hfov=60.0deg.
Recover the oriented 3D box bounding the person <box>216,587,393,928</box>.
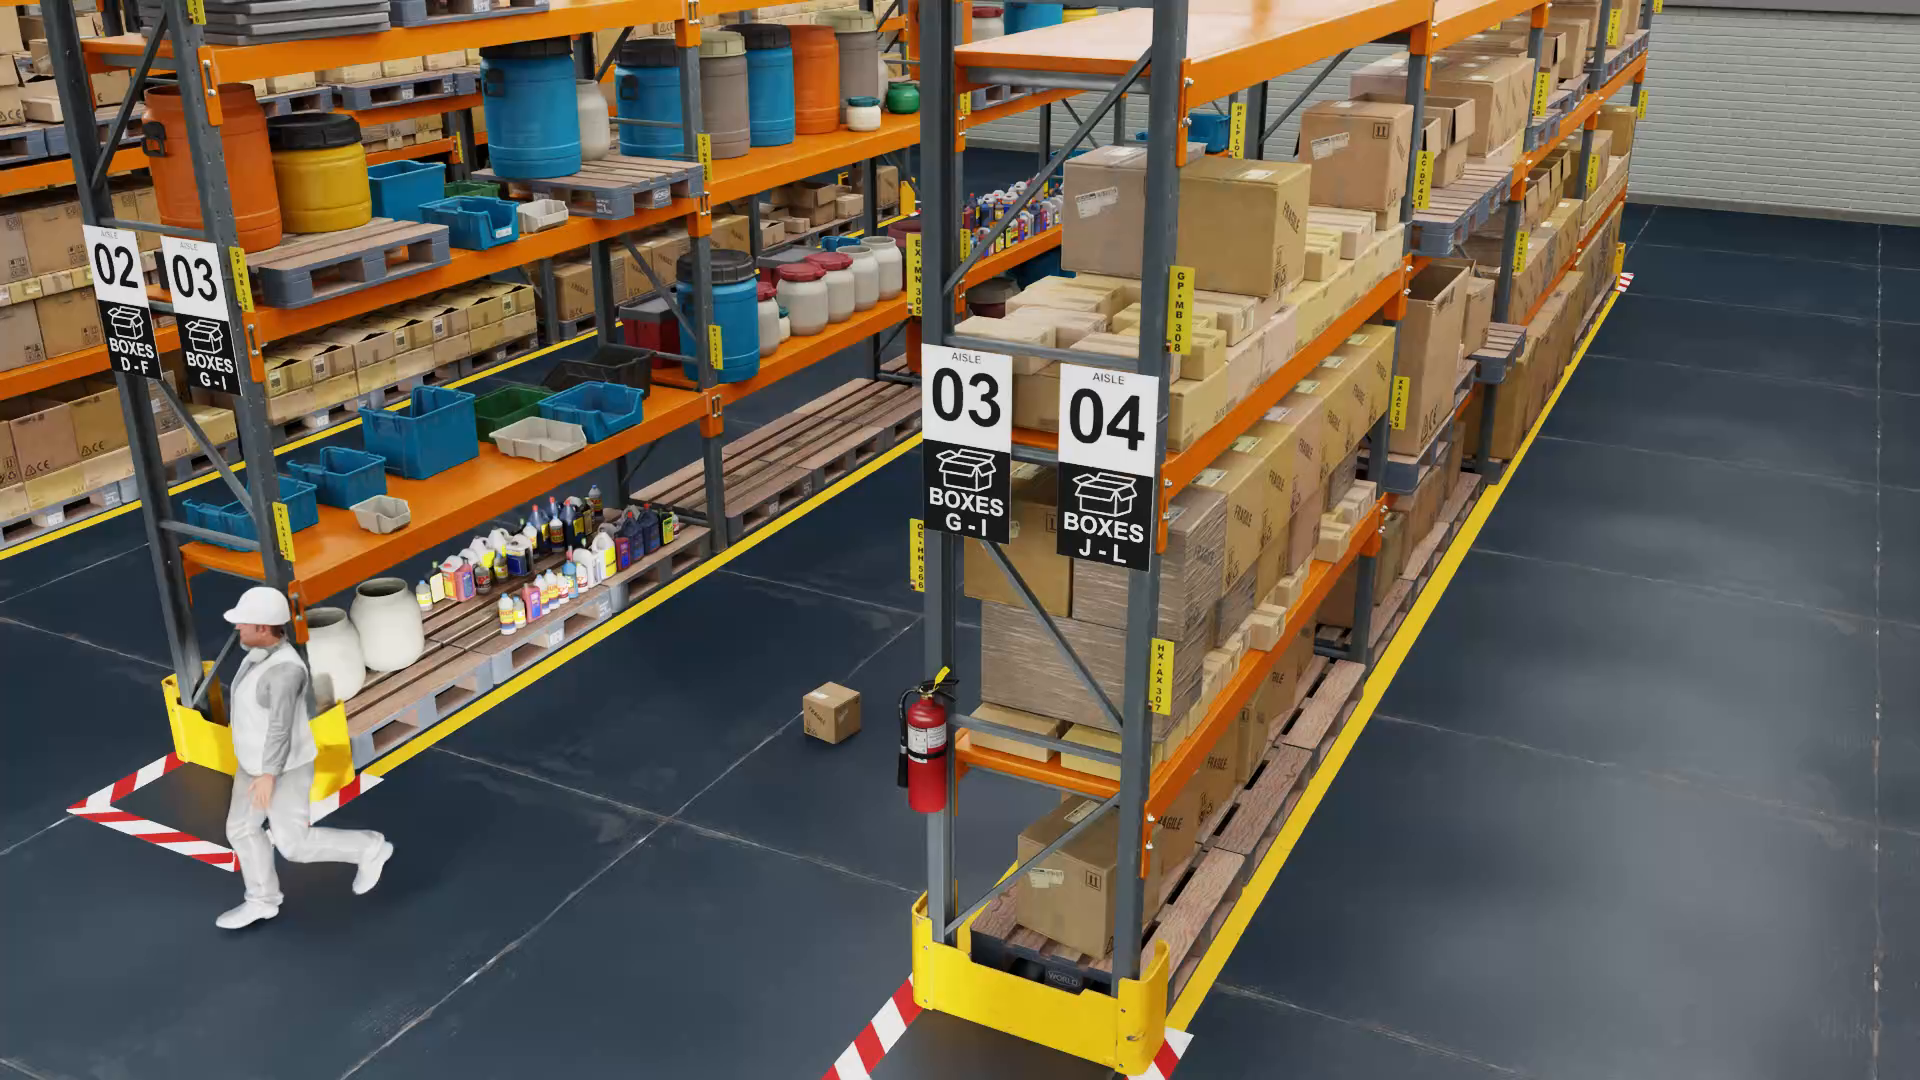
[{"bbox_3d":[-3.354,1.052,8.183,0.854,1.736,0.534,-16,28,-34],"label":"person"}]
